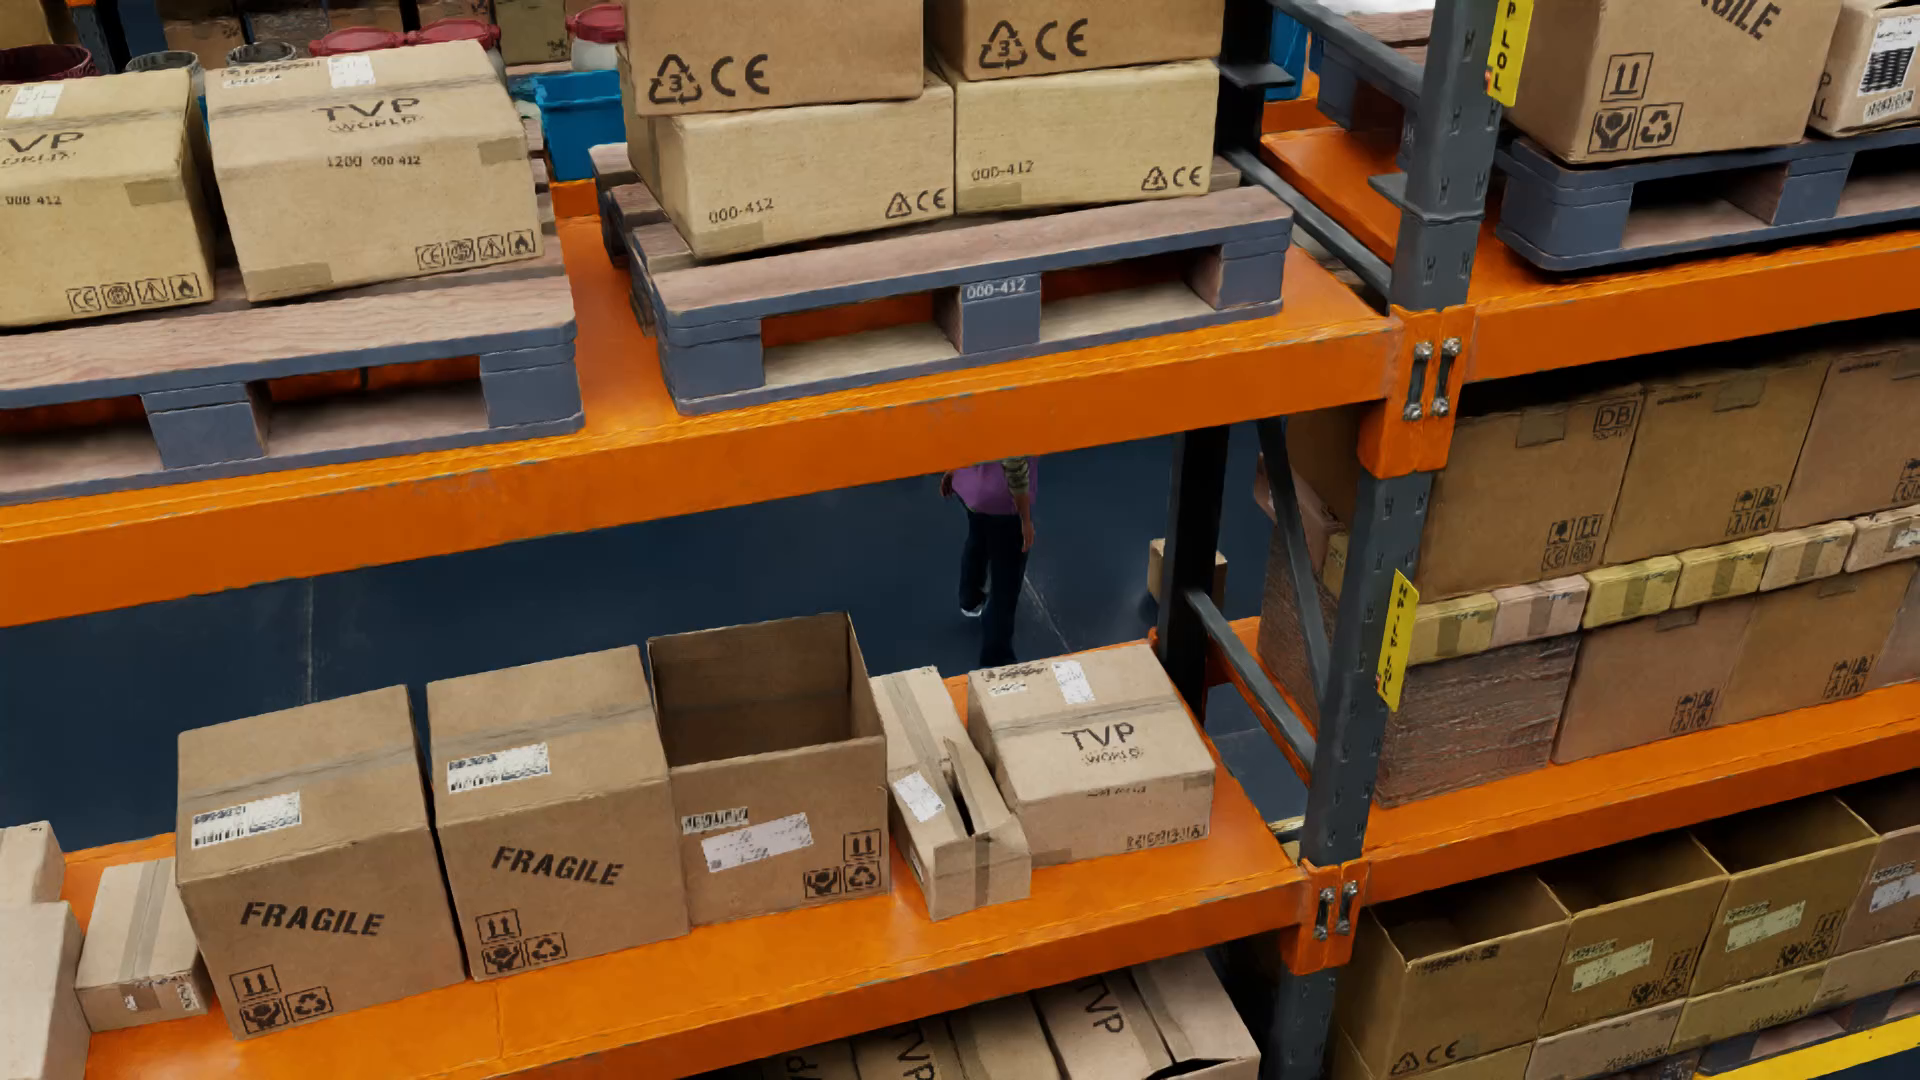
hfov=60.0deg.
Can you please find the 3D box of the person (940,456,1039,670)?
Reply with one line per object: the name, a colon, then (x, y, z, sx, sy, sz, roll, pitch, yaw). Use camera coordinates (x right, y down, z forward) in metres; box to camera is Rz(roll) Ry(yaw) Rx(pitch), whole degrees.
person: (0.156, -0.204, 6.436, 0.448, 1.574, 0.623, -18, 38, -25)
